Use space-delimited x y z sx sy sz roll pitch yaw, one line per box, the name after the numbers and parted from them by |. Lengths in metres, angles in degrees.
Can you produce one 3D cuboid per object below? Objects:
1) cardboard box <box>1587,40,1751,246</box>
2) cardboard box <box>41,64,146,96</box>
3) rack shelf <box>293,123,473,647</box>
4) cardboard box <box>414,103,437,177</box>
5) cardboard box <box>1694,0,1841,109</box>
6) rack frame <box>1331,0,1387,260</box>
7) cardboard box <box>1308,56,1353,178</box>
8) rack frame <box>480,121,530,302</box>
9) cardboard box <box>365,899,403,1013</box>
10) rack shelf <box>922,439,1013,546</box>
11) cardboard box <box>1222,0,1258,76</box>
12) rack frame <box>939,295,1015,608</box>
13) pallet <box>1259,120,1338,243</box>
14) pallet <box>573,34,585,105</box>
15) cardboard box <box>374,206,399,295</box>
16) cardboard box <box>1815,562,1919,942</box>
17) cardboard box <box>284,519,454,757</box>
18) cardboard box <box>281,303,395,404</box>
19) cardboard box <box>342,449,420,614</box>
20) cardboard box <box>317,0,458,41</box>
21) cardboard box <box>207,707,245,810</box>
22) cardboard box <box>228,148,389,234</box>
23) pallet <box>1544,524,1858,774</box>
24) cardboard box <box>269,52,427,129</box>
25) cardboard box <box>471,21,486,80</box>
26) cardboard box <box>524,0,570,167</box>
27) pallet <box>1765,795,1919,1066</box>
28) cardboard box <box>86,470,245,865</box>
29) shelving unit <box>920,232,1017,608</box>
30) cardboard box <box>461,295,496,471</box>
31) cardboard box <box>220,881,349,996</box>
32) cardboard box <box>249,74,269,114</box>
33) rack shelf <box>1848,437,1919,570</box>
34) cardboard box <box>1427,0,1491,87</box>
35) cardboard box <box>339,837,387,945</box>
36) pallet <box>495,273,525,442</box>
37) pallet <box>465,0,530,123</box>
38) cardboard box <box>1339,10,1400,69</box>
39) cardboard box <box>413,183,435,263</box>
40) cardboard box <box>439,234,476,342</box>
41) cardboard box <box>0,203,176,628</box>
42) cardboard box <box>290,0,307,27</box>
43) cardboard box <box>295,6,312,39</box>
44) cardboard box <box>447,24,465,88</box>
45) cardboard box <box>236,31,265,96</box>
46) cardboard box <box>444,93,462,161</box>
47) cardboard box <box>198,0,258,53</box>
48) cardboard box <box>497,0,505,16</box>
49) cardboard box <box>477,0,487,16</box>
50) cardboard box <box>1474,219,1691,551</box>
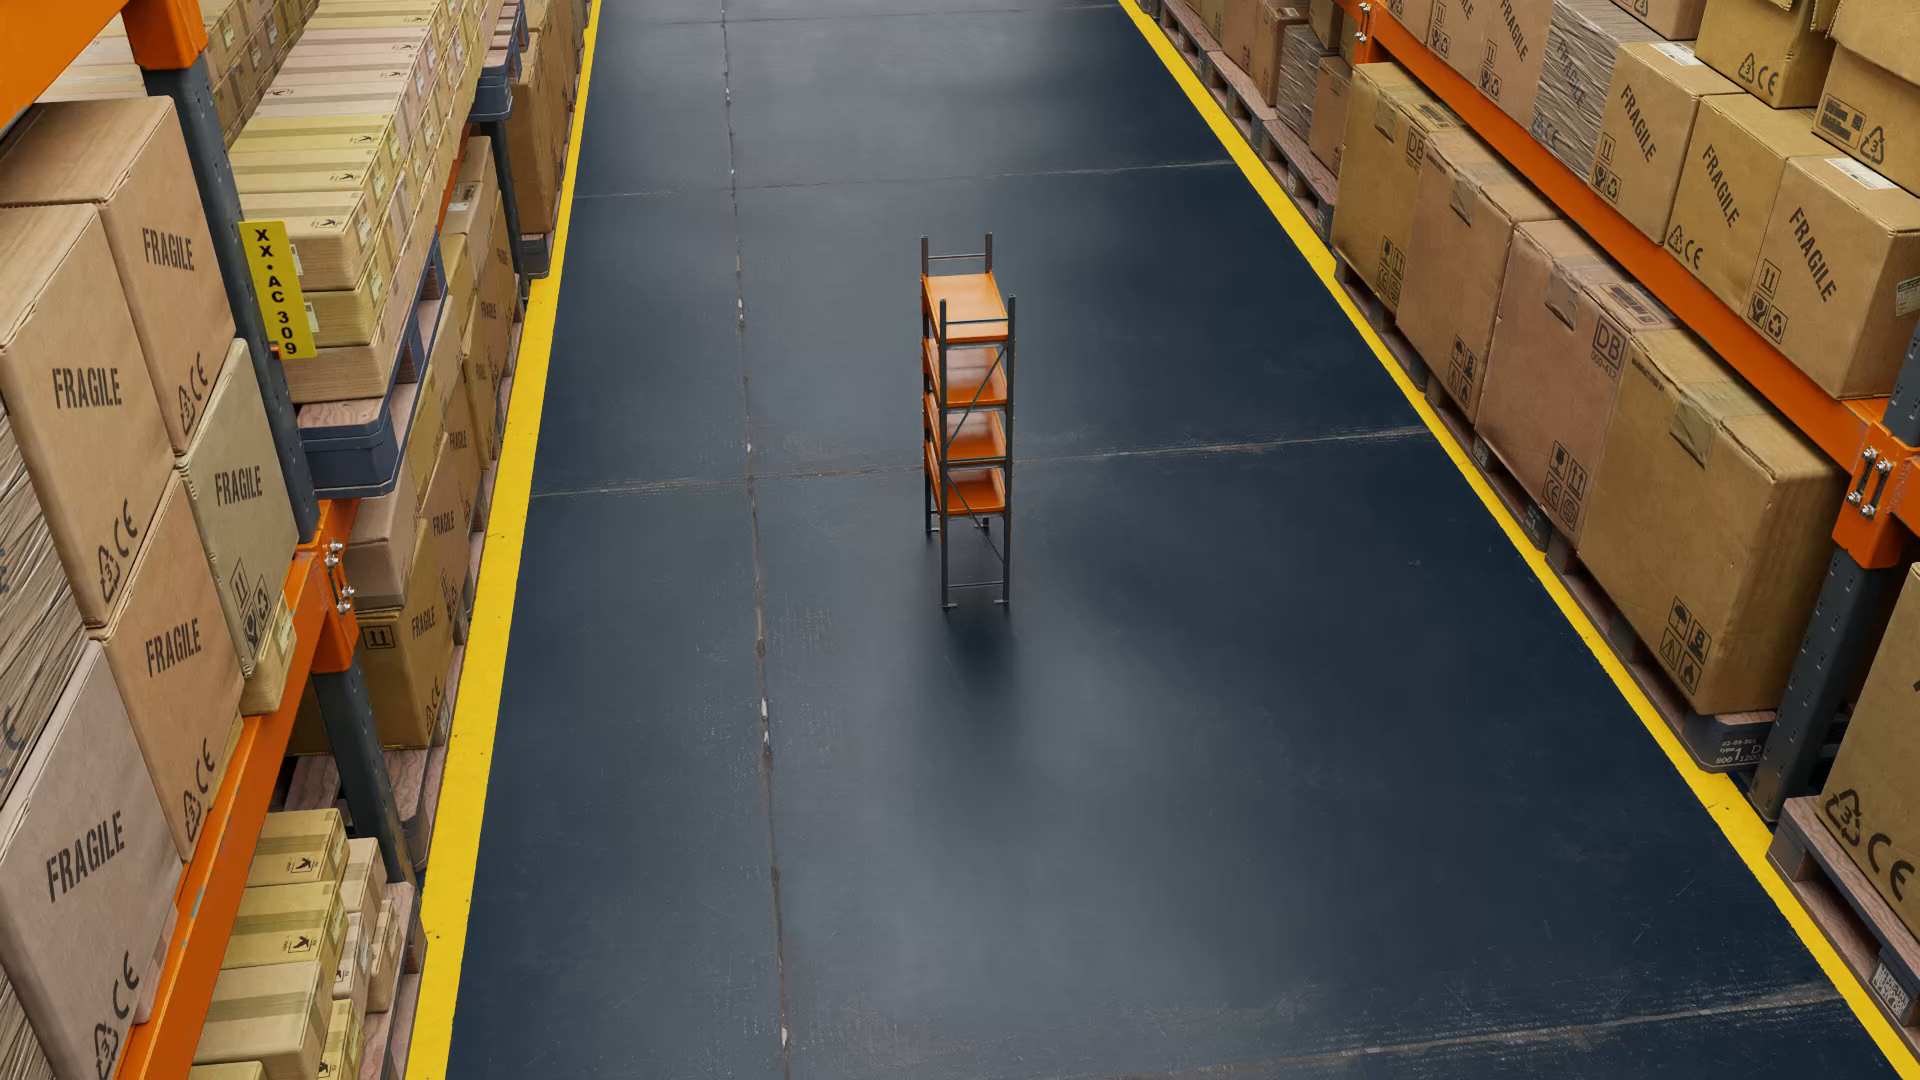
2.439 -1.305 5.412 0.500 0.500 0.500 -5 35 -7 | cardboard box
-2.402 -1.239 4.727 0.380 0.149 0.250 -5 35 -8 | cardboard box
-2.288 -0.955 5.627 1.077 0.370 4.000 -4 35 -6 | rack shelf
-1.763 -1.167 4.885 0.380 0.149 0.250 -3 34 -4 | cardboard box
2.734 -1.651 5.030 0.797 0.503 0.637 -4 34 -6 | cardboard box
2.371 -2.688 7.530 1.000 3.000 0.127 -4 35 -6 | rack frame
2.261 -2.209 8.657 0.700 0.500 0.500 -6 35 -9 | cardboard box
-2.557 -2.368 7.062 1.000 3.000 0.127 -4 35 -6 | rack frame
-1.629 1.061 4.188 0.380 0.149 0.250 -4 34 -6 | cardboard box
0.022 -0.184 5.926 0.258 0.148 0.480 -4 35 -6 | rack shelf
2.016 -3.145 10.030 0.700 0.500 0.500 -7 35 -10 | cardboard box
0.055 -0.267 5.577 0.240 1.200 0.015 -4 35 -6 | rack frame
2.267 -1.972 8.956 1.003 0.211 1.213 -4 35 -6 | pallet
-2.917 -3.023 10.499 1.003 0.211 1.213 -4 35 -6 | pallet
-1.653 -0.728 4.241 0.380 0.149 0.250 -5 35 -7 | cardboard box
2.919 0.623 4.186 0.875 0.875 0.875 -4 35 -6 | cardboard box
-1.856 0.291 5.007 0.500 0.500 0.500 -3 34 -5 | cardboard box
-1.617 -0.461 4.112 0.380 0.149 0.250 -6 35 -9 | cardboard box
-1.857 -0.019 4.795 0.500 0.250 0.500 -6 35 -8 | cardboard box
-1.866 -1.723 5.437 0.380 0.149 0.250 -3 34 -4 | cardboard box
-1.630 0.398 3.225 0.380 0.149 0.250 -3 34 -4 | cardboard box
-1.660 -0.862 4.173 0.380 0.149 0.250 -3 34 -5 | cardboard box
2.731 0.272 5.664 1.003 0.211 1.213 -4 35 -6 | pallet
-1.758 -1.287 4.797 0.380 0.149 0.250 -5 35 -7 | cardboard box
-1.939 -1.776 6.043 0.380 0.149 0.250 -5 35 -7 | cardboard box
-2.671 -2.446 8.801 1.050 0.750 0.750 -4 34 -6 | cardboard box
2.934 1.127 4.409 1.003 0.211 1.213 -4 35 -6 | pallet
-1.606 0.238 2.884 0.500 0.500 0.500 -5 35 -8 | cardboard box
0.022 -0.403 5.777 0.258 1.200 0.503 -4 35 -6 | shelving unit
-2.057 -0.578 6.281 0.500 0.500 0.500 -6 35 -9 | cardboard box
-1.640 0.941 3.836 0.380 0.149 0.250 -4 34 -6 | cardboard box
-2.517 -1.433 5.540 0.380 0.149 0.250 -4 34 -6 | cardboard box
3.178 0.958 2.820 1.077 0.370 4.000 -4 35 -6 | rack shelf
2.238 -2.149 6.652 0.500 0.500 0.500 -5 35 -8 | cardboard box
-1.662 0.897 4.164 0.380 0.149 0.250 -4 34 -5 | cardboard box
-2.454 -0.780 7.207 1.003 0.211 1.213 -4 35 -6 | pallet
-2.356 -1.899 6.544 1.213 0.211 1.003 -4 35 -6 | pallet
2.251 -2.518 8.444 0.500 0.250 0.500 -3 34 -4 | cardboard box
-1.722 -0.895 4.750 0.380 0.149 0.250 -4 34 -6 | cardboard box
-2.074 -0.891 6.075 0.500 0.250 0.500 -4 34 -5 | cardboard box
-1.613 -0.184 2.615 0.500 0.500 0.500 -5 35 -8 | cardboard box
-2.614 -1.976 6.072 0.380 0.149 0.250 -5 35 -8 | cardboard box
-2.625 -1.873 6.185 0.380 0.149 0.250 -3 34 -4 | cardboard box
-1.864 -1.600 5.520 0.380 0.149 0.250 -4 34 -5 | cardboard box
-2.517 -1.558 5.458 0.380 0.149 0.250 -5 35 -7 | cardboard box
-1.828 -1.330 5.388 0.380 0.149 0.250 -6 35 -9 | cardboard box
-2.509 -1.678 5.371 0.380 0.149 0.250 -3 34 -5 | cardboard box
-2.036 -2.198 6.661 0.380 0.149 0.250 -4 34 -6 | cardboard box
-1.964 -2.024 6.143 0.380 0.149 0.250 -4 34 -5 | cardboard box
2.682 -0.605 5.988 1.225 0.875 0.875 -6 35 -8 | cardboard box
